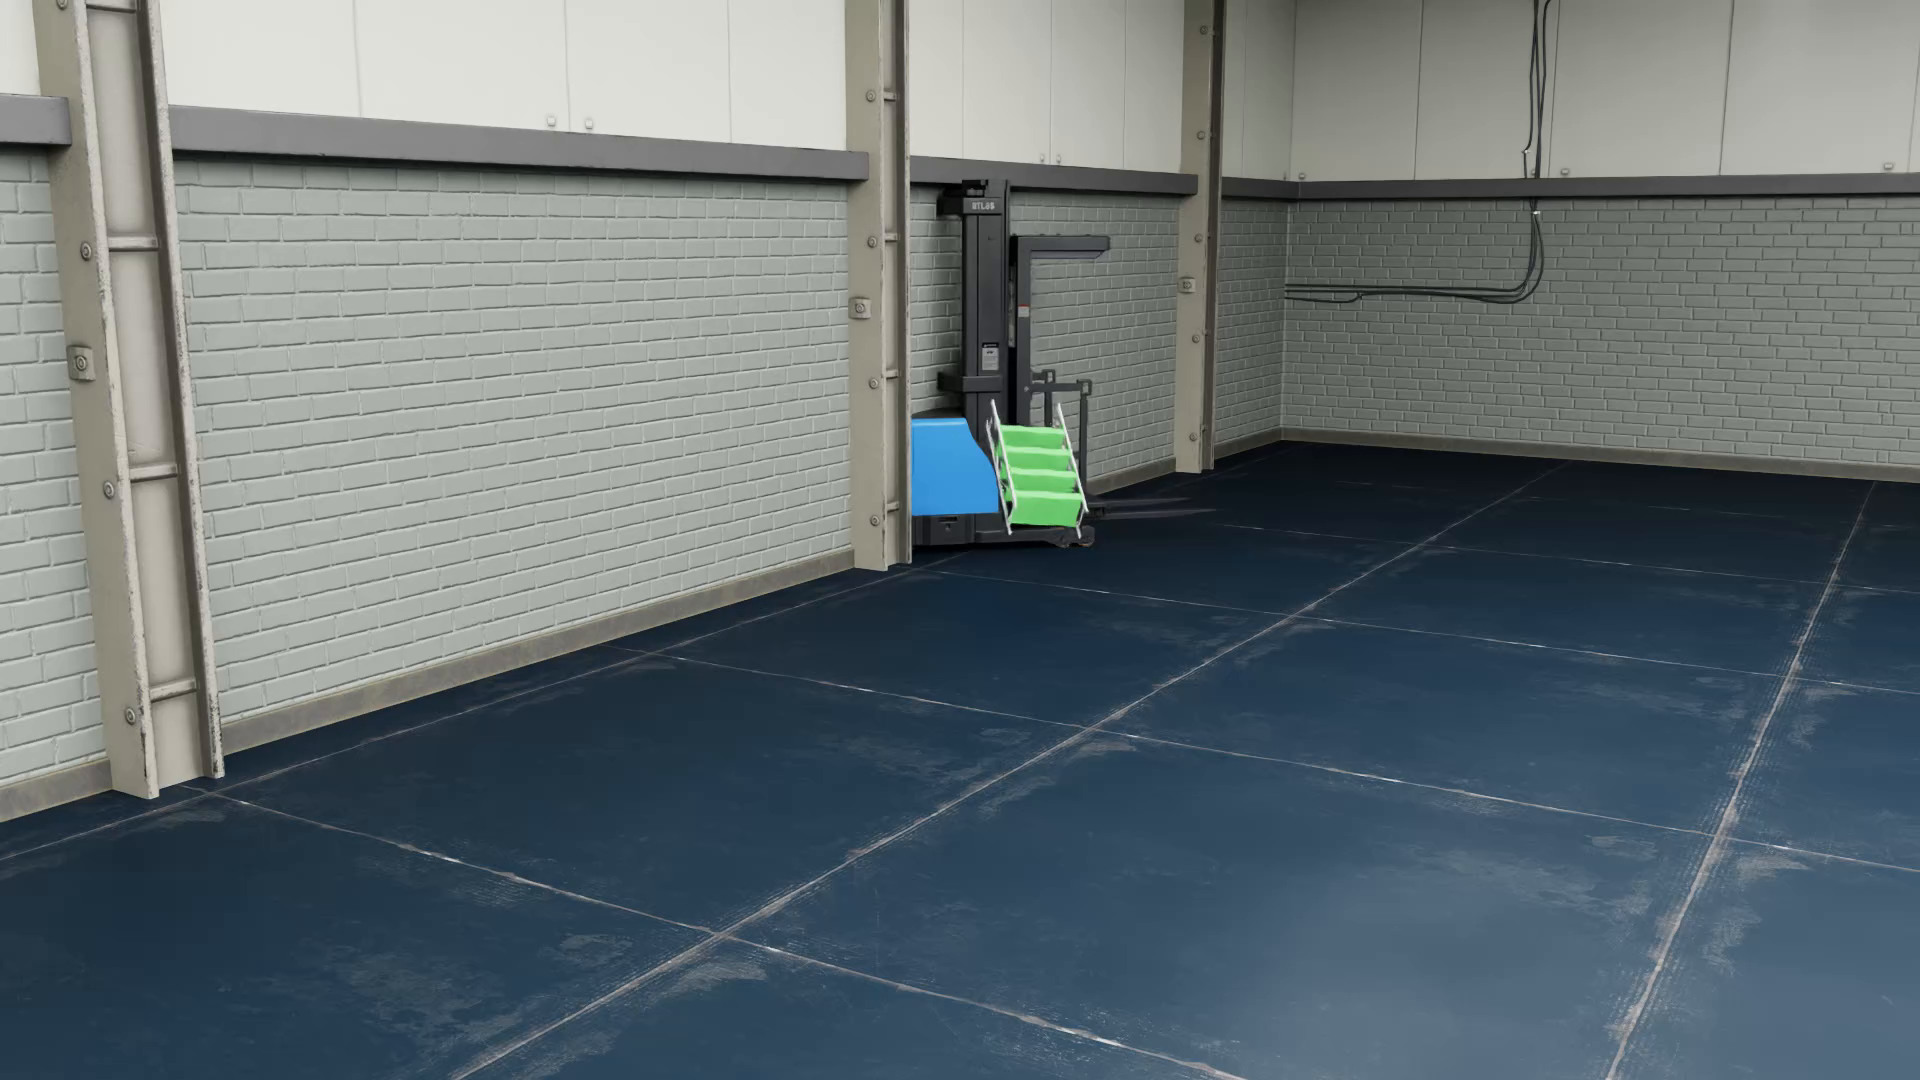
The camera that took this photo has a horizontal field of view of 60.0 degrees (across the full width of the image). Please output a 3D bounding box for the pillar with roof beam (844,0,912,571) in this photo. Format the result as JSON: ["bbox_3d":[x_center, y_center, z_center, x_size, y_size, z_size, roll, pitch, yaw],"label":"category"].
[{"bbox_3d":[3.074,-3.821,9.825,9.100,9.000,0.400,6,12,31],"label":"pillar with roof beam"}]

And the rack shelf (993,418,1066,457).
[{"bbox_3d":[0.490,-0.713,11.871,0.480,0.258,0.148,3,41,-12],"label":"rack shelf"}]

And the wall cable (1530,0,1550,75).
[{"bbox_3d":[7.482,-6.211,17.303,3.097,2.526,0.112,6,12,31],"label":"wall cable"}]

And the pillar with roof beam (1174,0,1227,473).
[{"bbox_3d":[6.189,-4.765,14.865,9.100,9.000,0.400,6,12,31],"label":"pillar with roof beam"}]

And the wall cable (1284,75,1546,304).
[{"bbox_3d":[5.170,-3.987,19.148,3.097,2.526,0.112,6,12,31],"label":"wall cable"}]

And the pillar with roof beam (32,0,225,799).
[{"bbox_3d":[-0.041,-2.878,4.784,9.100,9.000,0.400,6,12,31],"label":"pillar with roof beam"}]

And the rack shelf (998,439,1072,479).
[{"bbox_3d":[0.519,-0.554,11.694,0.480,0.258,0.148,3,41,-12],"label":"rack shelf"}]

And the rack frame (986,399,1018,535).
[{"bbox_3d":[0.288,-0.524,11.598,0.015,0.240,1.200,3,41,-12],"label":"rack frame"}]

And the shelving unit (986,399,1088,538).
[{"bbox_3d":[0.526,-0.512,11.647,0.503,0.258,1.200,3,41,-12],"label":"shelving unit"}]

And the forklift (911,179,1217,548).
[{"bbox_3d":[0.623,-1.469,13.749,3.031,2.935,1.130,-3,11,-14],"label":"forklift"}]

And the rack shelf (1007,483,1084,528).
[{"bbox_3d":[0.575,-0.235,11.340,0.480,0.258,0.148,3,41,-12],"label":"rack shelf"}]

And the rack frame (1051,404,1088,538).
[{"bbox_3d":[0.765,-0.499,11.696,0.015,0.240,1.200,3,41,-12],"label":"rack frame"}]

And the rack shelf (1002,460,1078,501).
[{"bbox_3d":[0.547,-0.395,11.517,0.480,0.258,0.148,3,41,-12],"label":"rack shelf"}]
